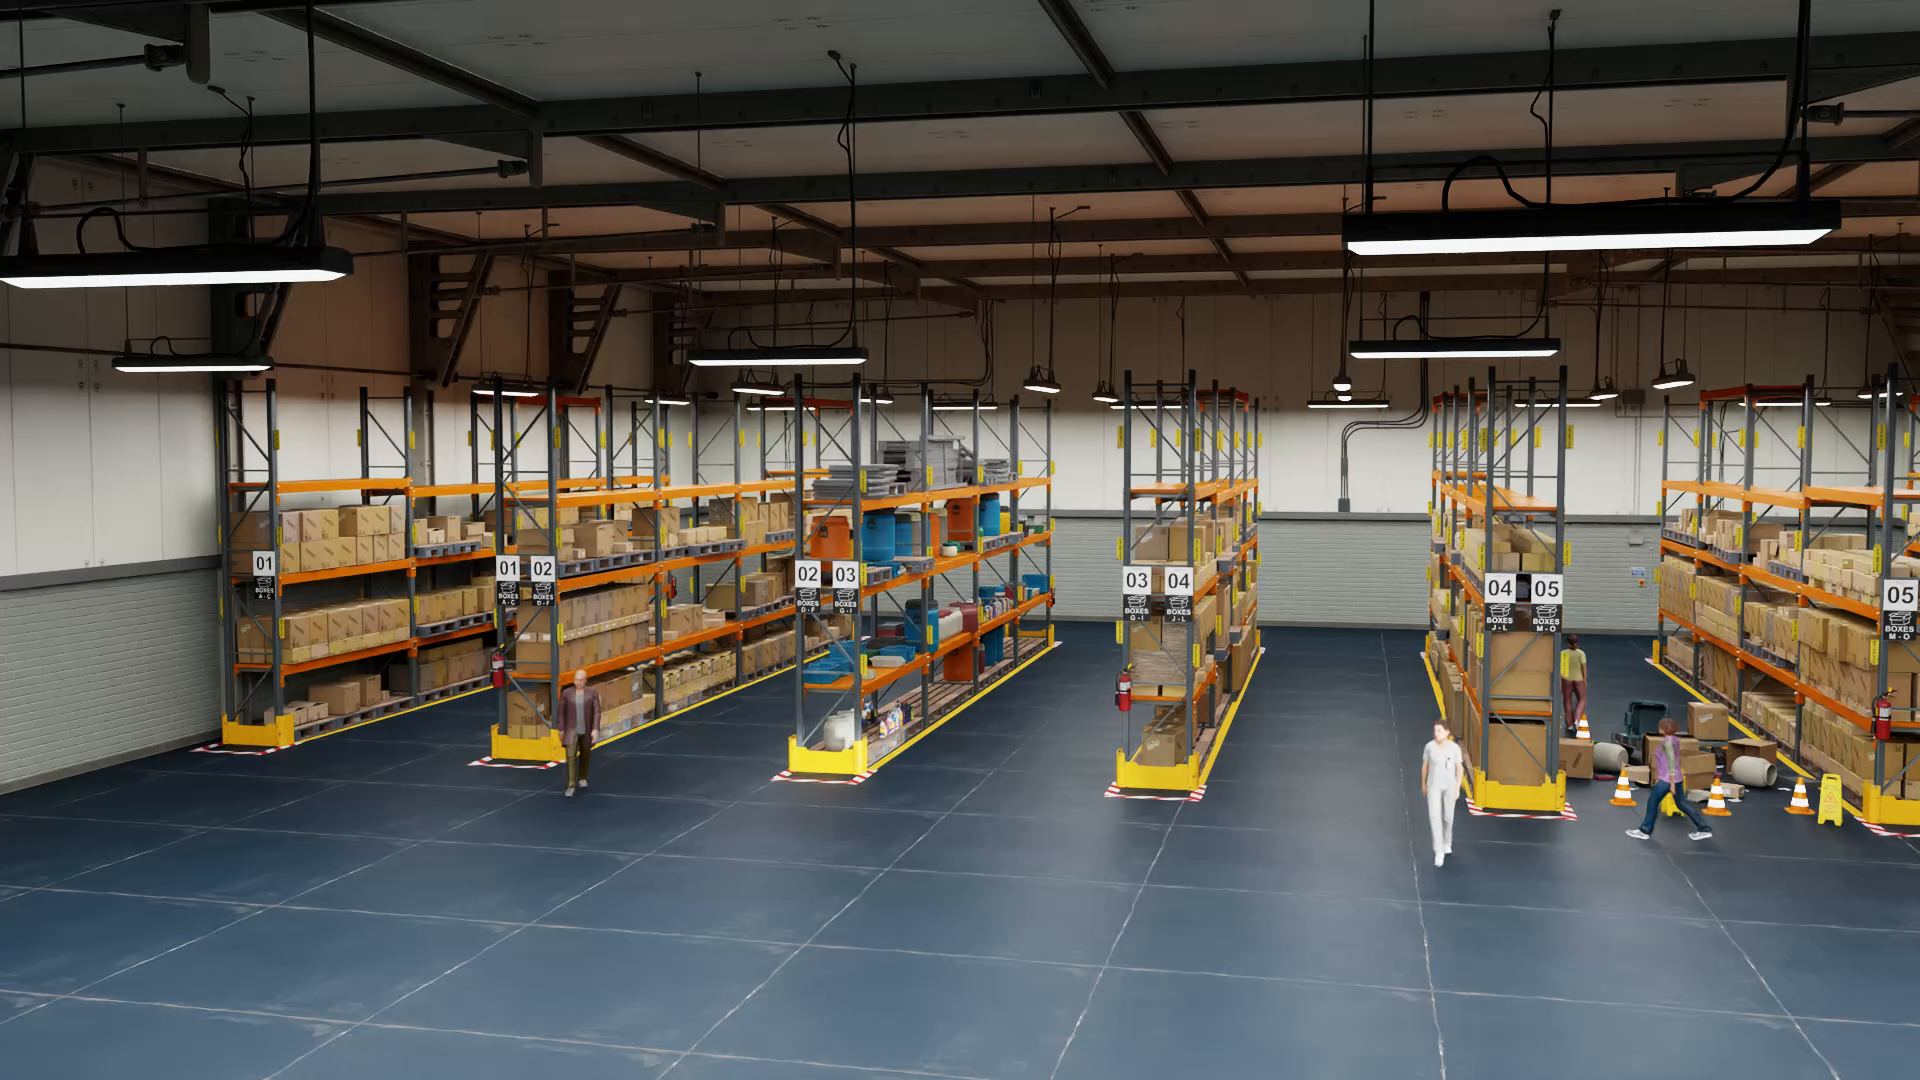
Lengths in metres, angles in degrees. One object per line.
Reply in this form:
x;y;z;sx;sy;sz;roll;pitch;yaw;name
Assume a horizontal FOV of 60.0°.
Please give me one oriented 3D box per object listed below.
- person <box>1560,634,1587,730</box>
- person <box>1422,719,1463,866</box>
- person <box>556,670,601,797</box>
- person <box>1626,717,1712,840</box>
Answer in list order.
10.575;2.454;28.667;0.494;1.669;0.534;1;4;14;person
5.756;2.975;19.834;0.468;1.652;0.842;1;4;13;person
-5.378;2.700;23.493;0.593;1.727;1.058;-1;4;-20;person
8.826;2.975;20.666;0.982;1.542;0.424;2;4;32;person
